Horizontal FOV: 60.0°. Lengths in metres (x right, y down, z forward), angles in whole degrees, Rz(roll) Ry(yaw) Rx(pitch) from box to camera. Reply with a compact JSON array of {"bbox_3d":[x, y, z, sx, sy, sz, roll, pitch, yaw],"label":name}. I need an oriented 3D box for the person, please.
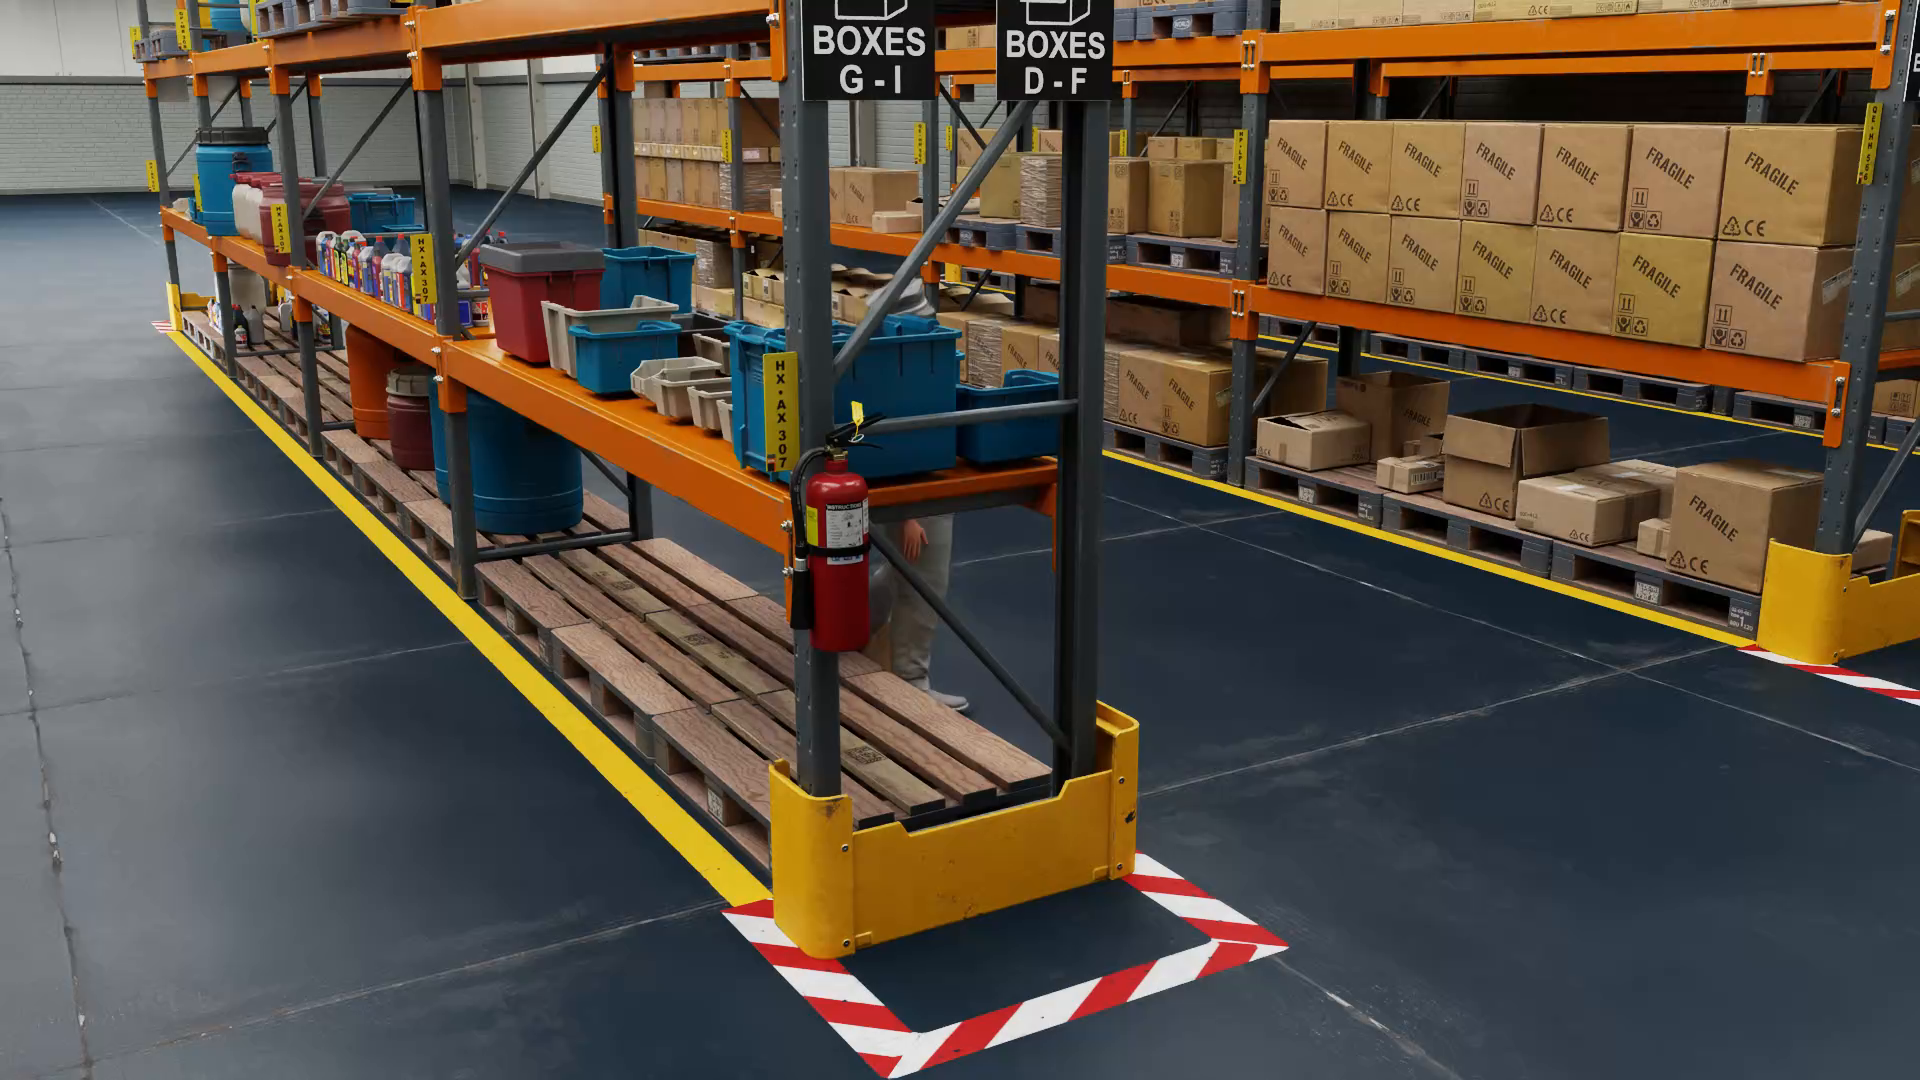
[{"bbox_3d":[-0.257,-0.184,6.681,0.559,1.741,0.755,-2,15,-9],"label":"person"}]
